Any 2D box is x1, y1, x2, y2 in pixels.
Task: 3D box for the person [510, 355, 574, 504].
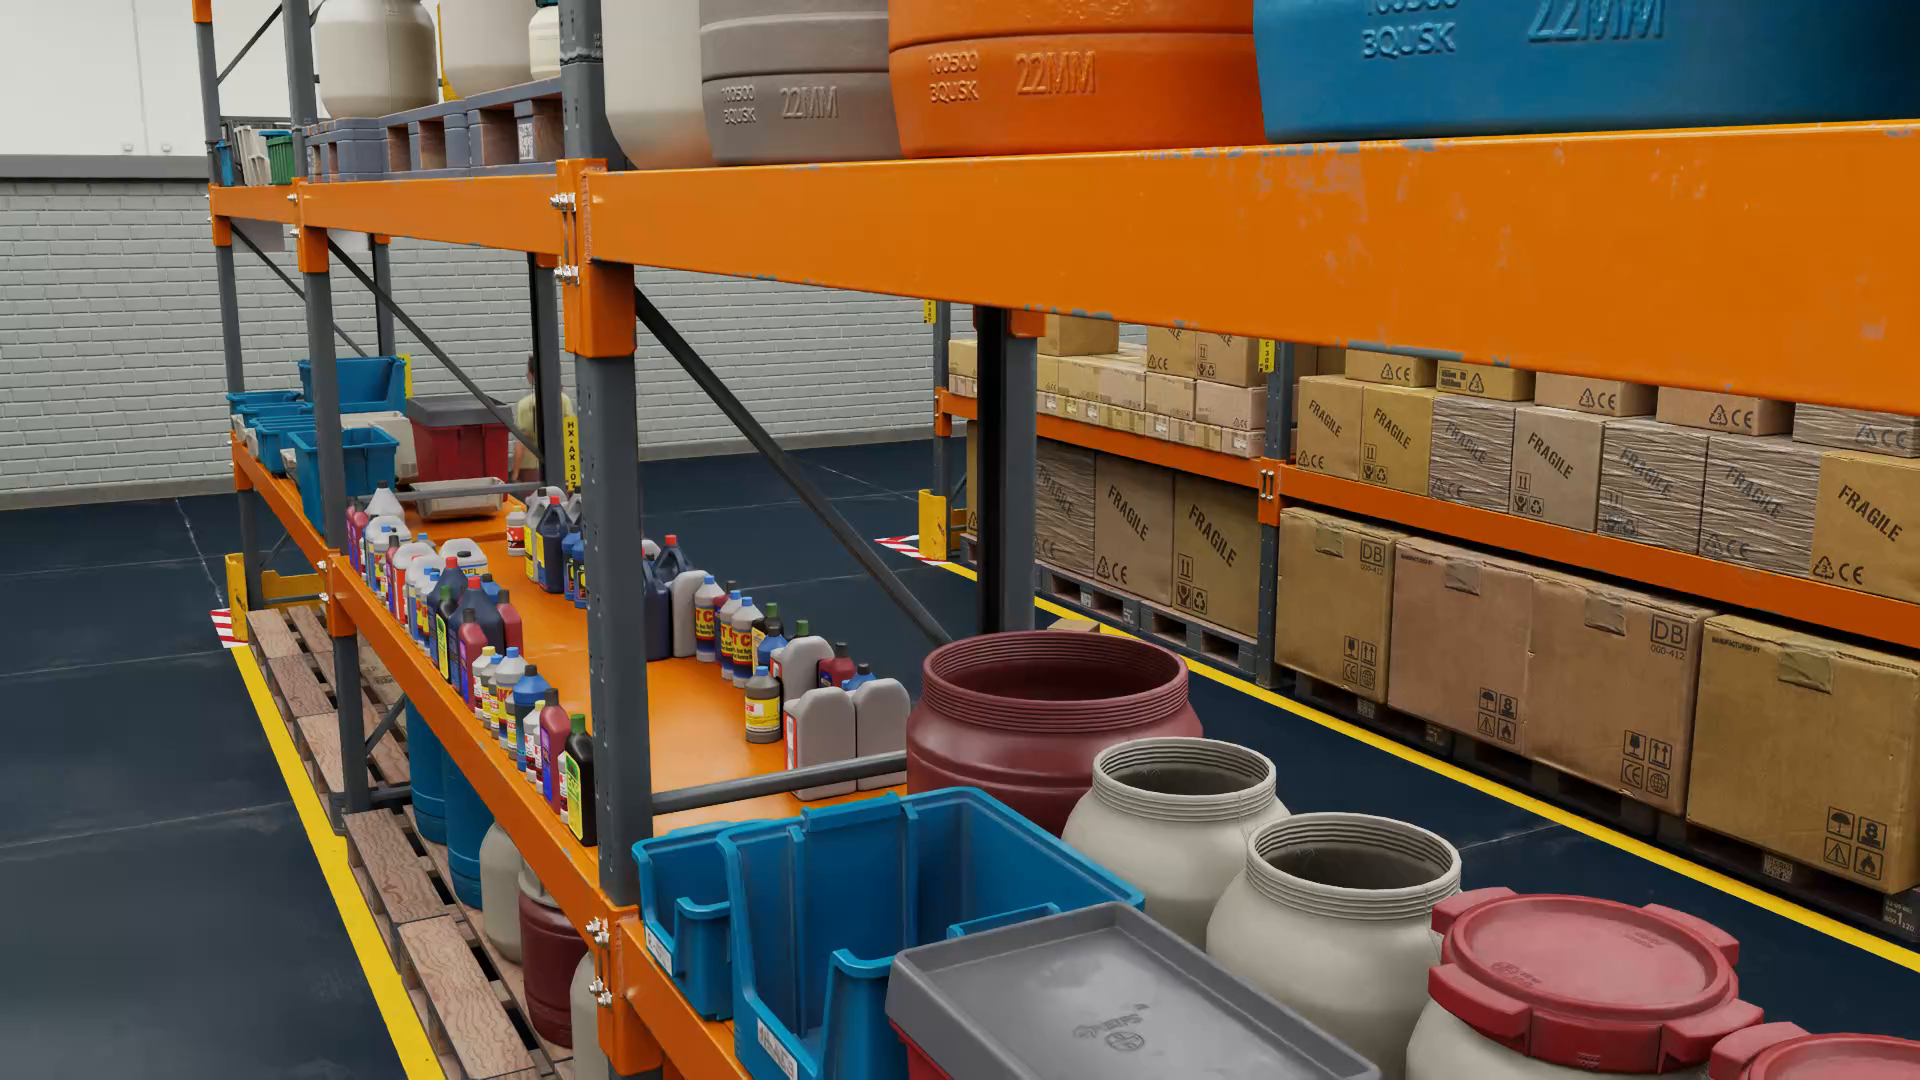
[{"bbox_3d":[-2.930,-0.478,11.633,0.463,1.663,0.469,8,14,35],"label":"person"}]
